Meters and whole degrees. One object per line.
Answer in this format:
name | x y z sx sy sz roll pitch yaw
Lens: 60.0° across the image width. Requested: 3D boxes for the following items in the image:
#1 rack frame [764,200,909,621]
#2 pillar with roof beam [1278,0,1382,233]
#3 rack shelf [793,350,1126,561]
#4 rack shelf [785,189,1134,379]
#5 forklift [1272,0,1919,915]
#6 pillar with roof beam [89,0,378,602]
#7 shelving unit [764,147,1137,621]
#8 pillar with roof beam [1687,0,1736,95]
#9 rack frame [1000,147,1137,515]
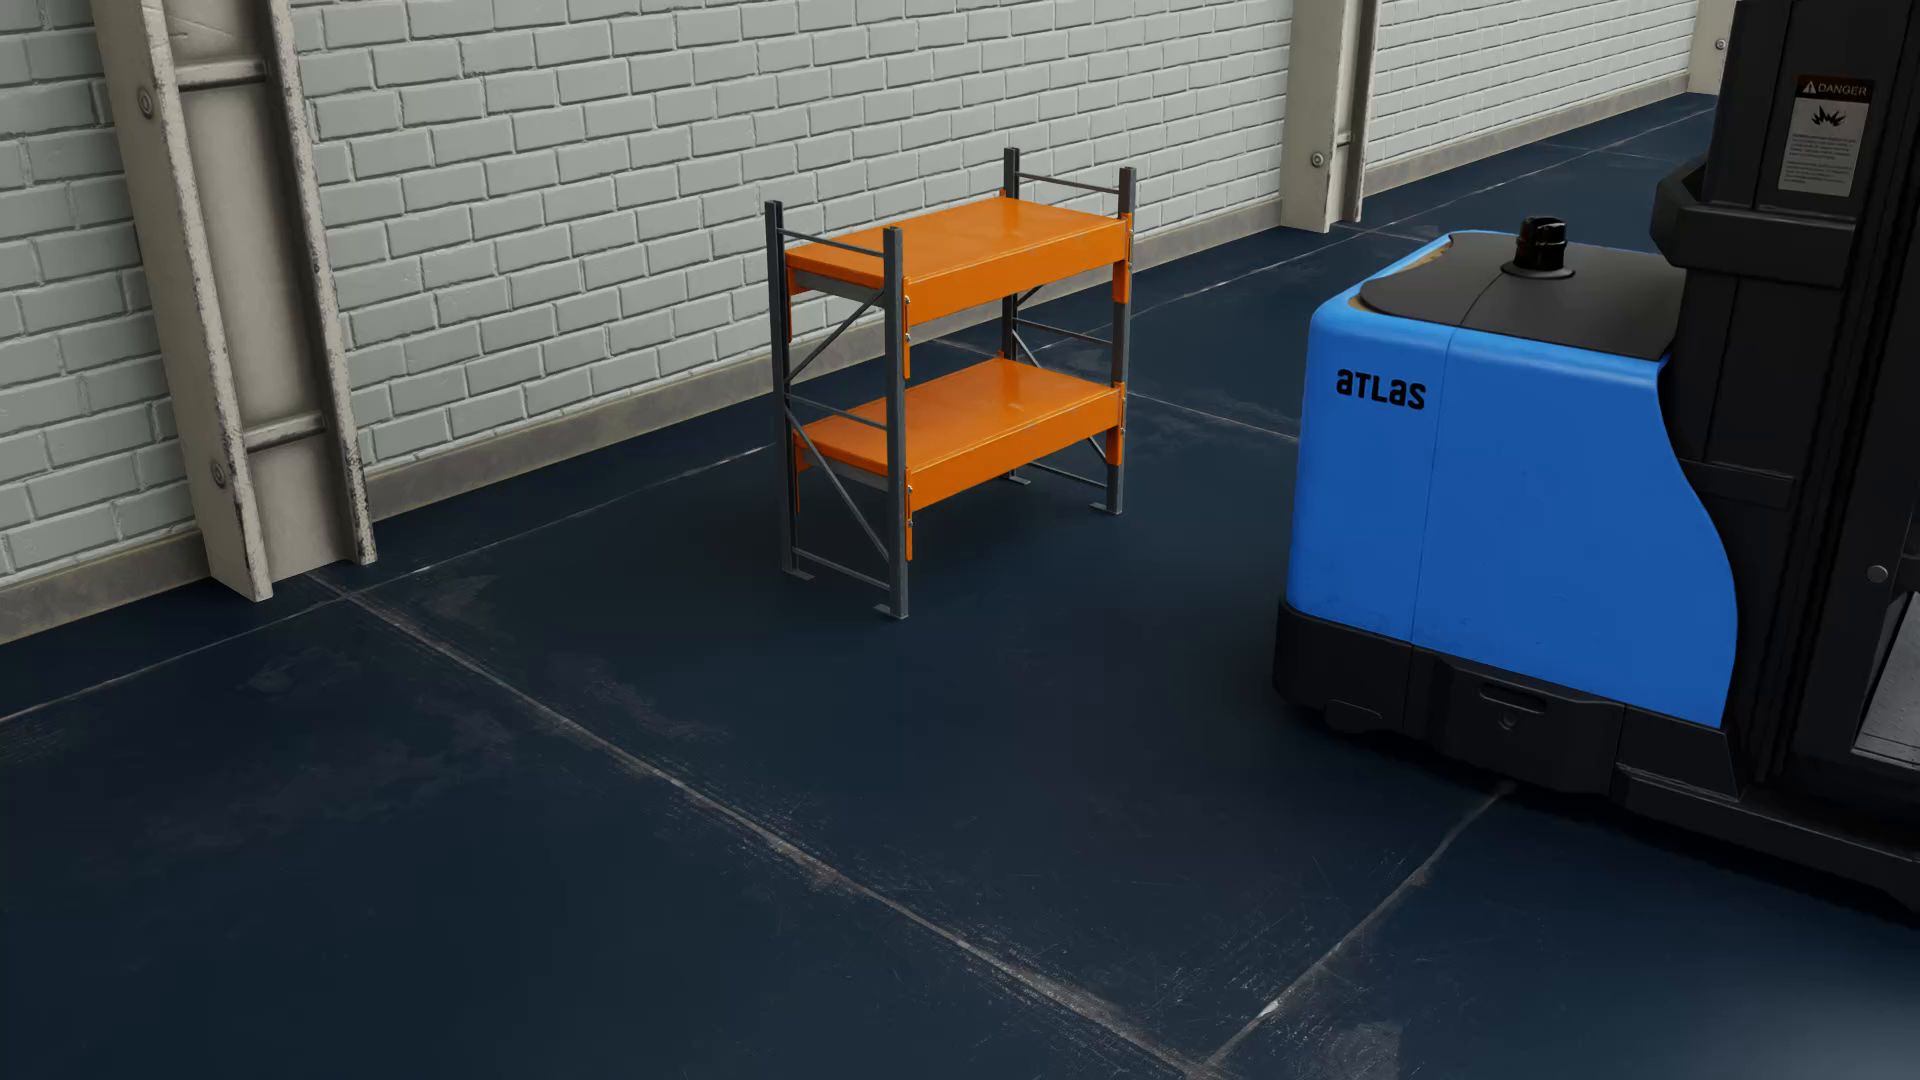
rack frame | -0.344 -0.356 4.670 0.500 1.125 0.032 20 31 38
pillar with roof beam | 5.176 -4.679 4.687 9.100 9.000 0.400 20 31 38
rack shelf | -0.005 -0.288 5.115 0.538 0.278 1.000 20 31 38
rack shelf | -0.005 -0.778 4.896 0.538 0.278 1.000 20 31 38
forklift | 2.299 -0.712 3.255 3.031 2.935 1.130 16 29 31
pillar with roof beam | 1.171 -2.851 0.610 9.100 9.000 0.400 20 31 38
shelving unit | -0.005 -0.511 5.015 0.538 1.125 1.048 20 31 38
pillar with roof beam | 9.180 -6.507 8.764 9.100 9.000 0.400 20 31 38
rack frame | 0.335 -0.666 5.361 0.500 1.125 0.032 20 31 38
